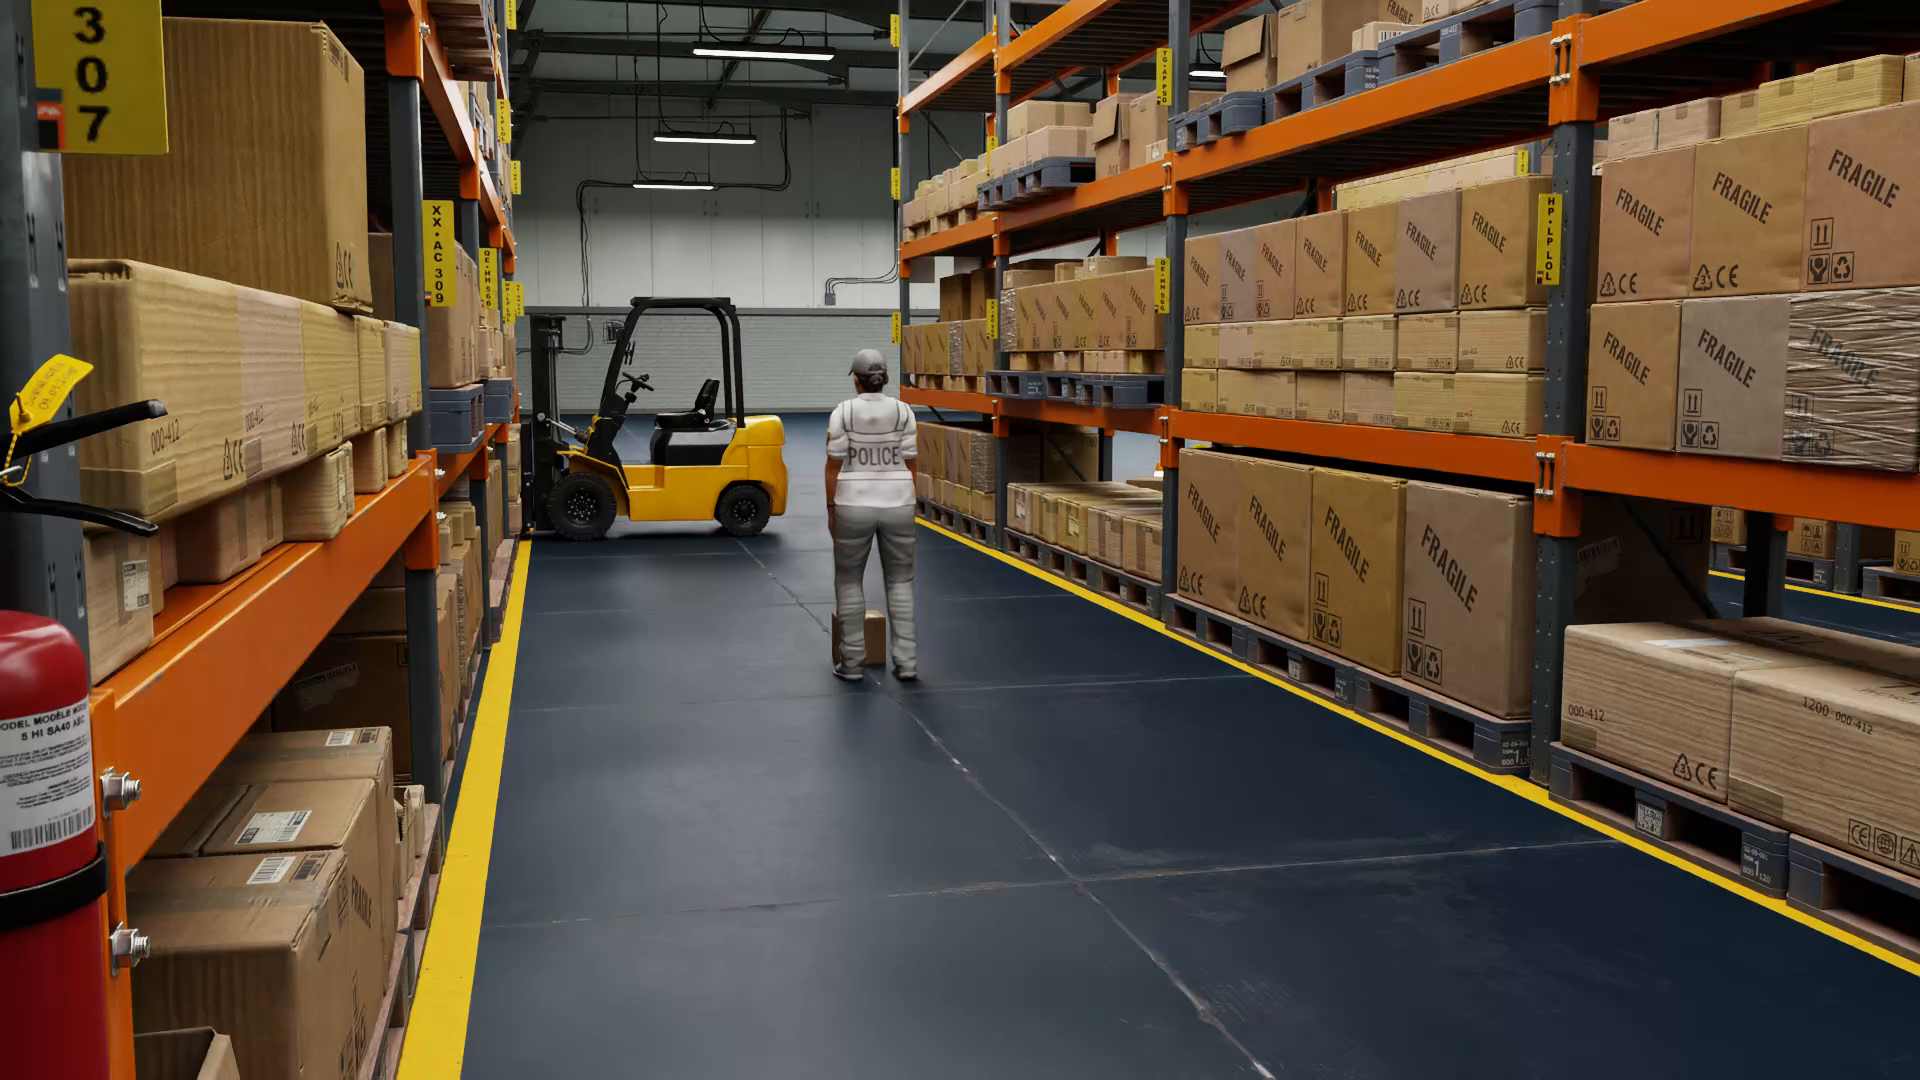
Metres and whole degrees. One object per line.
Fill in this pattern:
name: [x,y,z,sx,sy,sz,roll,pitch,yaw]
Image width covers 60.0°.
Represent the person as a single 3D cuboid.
person: [-0.453,-0.115,8.380,0.468,1.684,0.368,-1,6,-12]
